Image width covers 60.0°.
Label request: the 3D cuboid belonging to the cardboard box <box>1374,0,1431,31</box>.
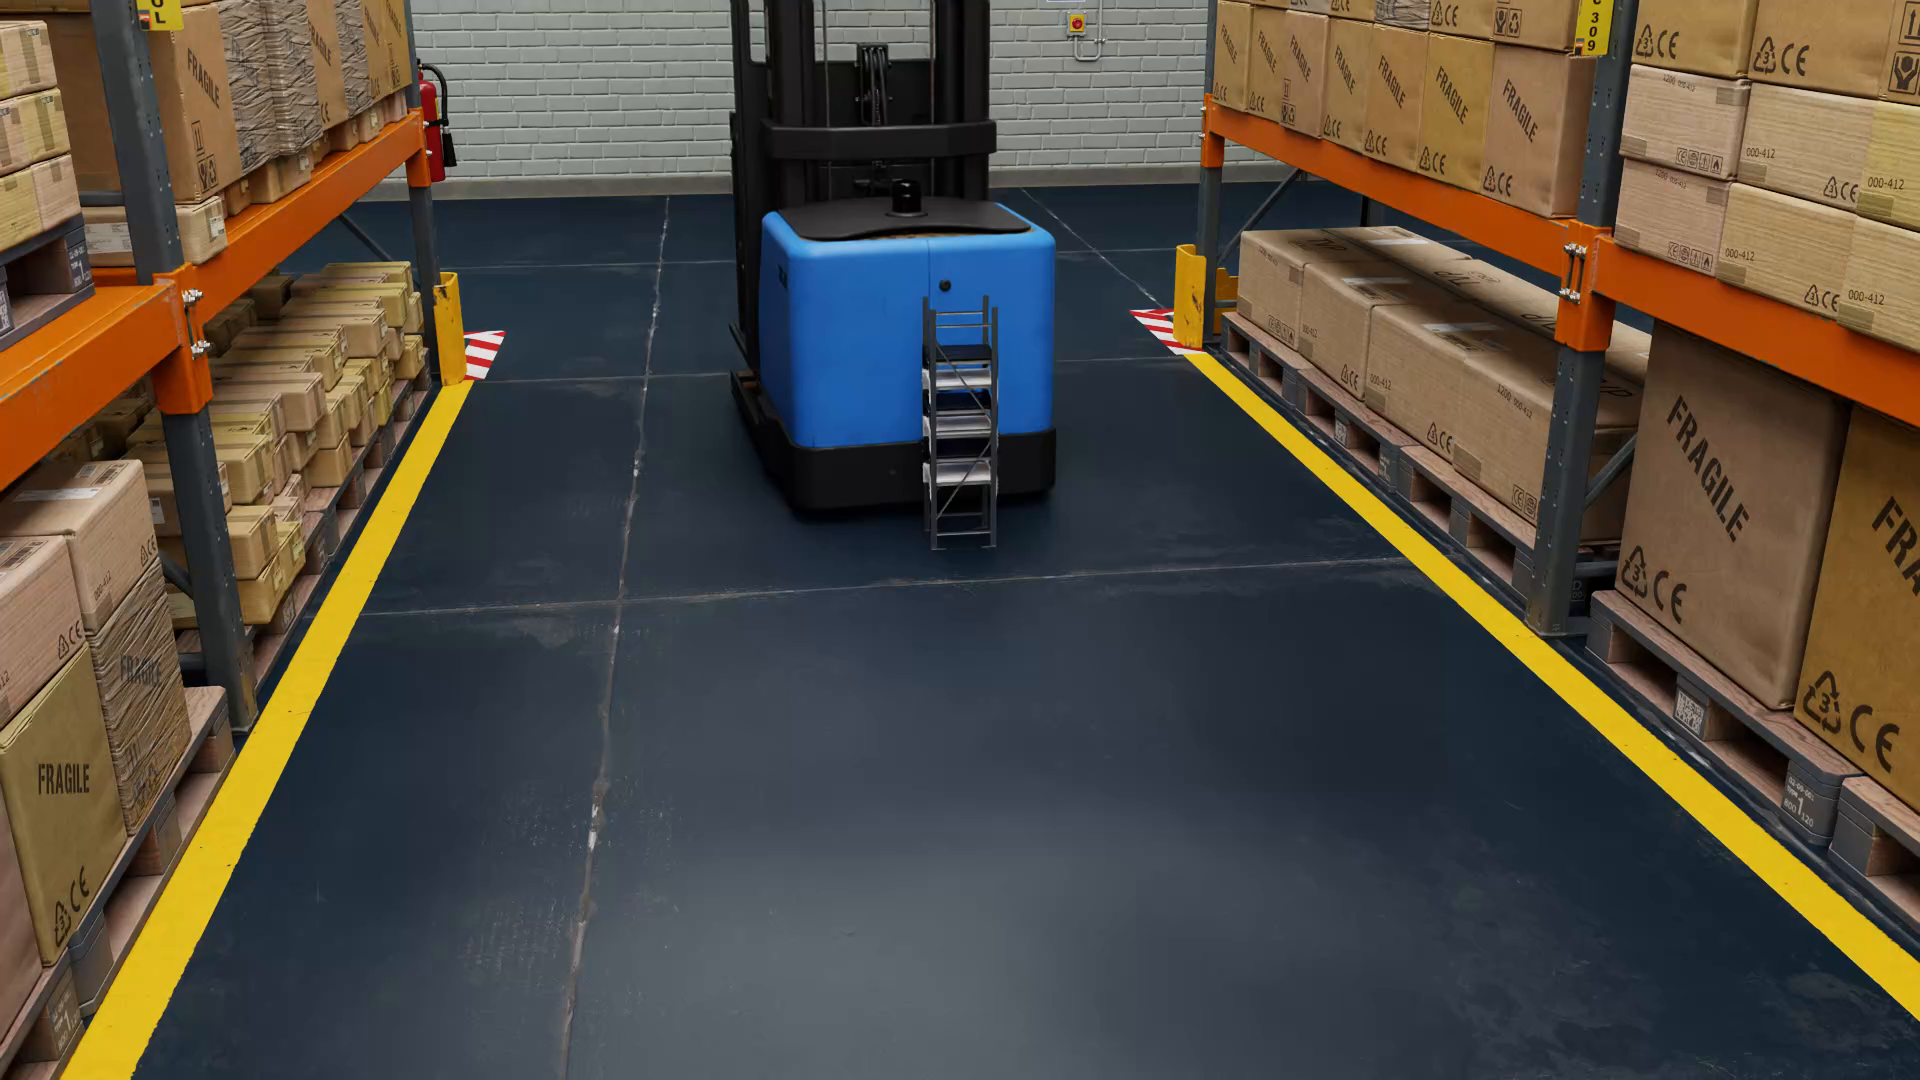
[{"bbox_3d":[1.868,-2.147,6.106,0.500,0.500,0.500,-3,21,-7],"label":"cardboard box"}]

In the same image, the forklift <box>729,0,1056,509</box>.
[{"bbox_3d":[-0.473,-1.973,7.311,1.130,2.935,3.031,-5,21,-13],"label":"forklift"}]

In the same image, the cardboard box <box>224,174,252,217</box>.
[{"bbox_3d":[-2.479,-1.113,5.267,0.380,0.149,0.250,-4,21,-10],"label":"cardboard box"}]

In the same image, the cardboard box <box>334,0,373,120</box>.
[{"bbox_3d":[-2.632,-1.921,6.504,0.500,0.500,0.500,-3,21,-8],"label":"cardboard box"}]

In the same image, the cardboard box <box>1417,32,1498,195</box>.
[{"bbox_3d":[1.957,-1.503,5.811,0.500,0.500,0.500,-3,21,-9],"label":"cardboard box"}]

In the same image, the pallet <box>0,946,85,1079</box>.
[{"bbox_3d":[-2.234,1.153,2.828,1.003,0.211,1.213,-3,21,-8],"label":"pallet"}]

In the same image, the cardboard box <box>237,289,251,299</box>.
[{"bbox_3d":[-3.296,-0.989,7.202,0.380,0.149,0.250,-3,21,-8],"label":"cardboard box"}]

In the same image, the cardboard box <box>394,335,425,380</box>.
[{"bbox_3d":[-2.684,-0.837,7.643,0.380,0.149,0.250,-2,21,-6],"label":"cardboard box"}]

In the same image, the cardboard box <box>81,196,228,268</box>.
[{"bbox_3d":[-2.244,-0.843,4.545,0.380,0.149,0.250,-2,21,-6],"label":"cardboard box"}]

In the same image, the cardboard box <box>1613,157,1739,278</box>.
[{"bbox_3d":[2.159,-0.895,4.539,0.500,0.250,0.500,-3,21,-9],"label":"cardboard box"}]

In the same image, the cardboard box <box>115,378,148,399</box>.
[{"bbox_3d":[-3.046,-0.451,5.761,0.380,0.149,0.250,-4,21,-10],"label":"cardboard box"}]

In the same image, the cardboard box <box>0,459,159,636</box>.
[{"bbox_3d":[-2.169,0.022,3.771,0.500,0.250,0.500,-3,21,-9],"label":"cardboard box"}]

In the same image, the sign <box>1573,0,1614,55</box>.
[{"bbox_3d":[1.808,-1.545,4.715,0.100,0.325,0.005,-3,21,-8],"label":"sign"}]

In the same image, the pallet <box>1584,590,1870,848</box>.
[{"bbox_3d":[2.543,0.439,4.740,1.003,0.211,1.213,-3,21,-8],"label":"pallet"}]

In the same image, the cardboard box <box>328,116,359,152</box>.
[{"bbox_3d":[-2.658,-1.661,6.735,0.380,0.149,0.250,-4,21,-10],"label":"cardboard box"}]

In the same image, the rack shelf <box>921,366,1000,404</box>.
[{"bbox_3d":[-0.001,-0.562,6.015,0.258,0.077,0.200,-3,21,-8],"label":"rack shelf"}]

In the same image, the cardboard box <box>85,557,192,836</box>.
[{"bbox_3d":[-2.171,0.372,3.906,0.500,0.500,0.500,-3,21,-9],"label":"cardboard box"}]

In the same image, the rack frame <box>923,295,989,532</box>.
[{"bbox_3d":[-0.016,-0.460,6.160,0.240,0.900,0.006,-3,21,-8],"label":"rack frame"}]

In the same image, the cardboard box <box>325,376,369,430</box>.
[{"bbox_3d":[-2.495,-0.521,6.374,0.380,0.149,0.250,-3,21,-7],"label":"cardboard box"}]

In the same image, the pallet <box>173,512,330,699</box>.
[{"bbox_3d":[-2.659,0.229,5.300,1.003,0.211,1.213,-3,21,-8],"label":"pallet"}]

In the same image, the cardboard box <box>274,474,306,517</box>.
[{"bbox_3d":[-2.473,-0.111,5.699,0.380,0.149,0.250,-3,21,-9],"label":"cardboard box"}]

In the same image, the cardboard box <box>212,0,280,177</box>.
[{"bbox_3d":[-2.427,-1.388,5.076,0.500,0.500,0.500,-3,21,-8],"label":"cardboard box"}]

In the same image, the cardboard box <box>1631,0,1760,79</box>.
[{"bbox_3d":[2.136,-1.479,4.318,0.500,0.500,0.500,-3,21,-7],"label":"cardboard box"}]

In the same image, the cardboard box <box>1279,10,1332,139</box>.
[{"bbox_3d":[1.721,-2.031,7.224,0.500,0.500,0.500,-3,21,-8],"label":"cardboard box"}]

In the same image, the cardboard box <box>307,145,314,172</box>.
[{"bbox_3d":[-2.566,-1.387,6.002,0.380,0.149,0.250,-2,21,-6],"label":"cardboard box"}]

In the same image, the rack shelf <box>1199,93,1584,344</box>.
[{"bbox_3d":[2.069,-1.486,6.937,1.077,0.370,4.000,-3,21,-8],"label":"rack shelf"}]

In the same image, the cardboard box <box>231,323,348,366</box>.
[{"bbox_3d":[-2.637,-0.747,6.554,0.380,0.149,0.250,-4,21,-10],"label":"cardboard box"}]

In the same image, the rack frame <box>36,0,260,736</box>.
[{"bbox_3d":[-2.527,-0.846,4.195,1.000,3.000,0.127,-3,21,-8],"label":"rack frame"}]

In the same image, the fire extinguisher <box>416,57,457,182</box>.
[{"bbox_3d":[-2.683,-2.131,8.277,0.296,0.674,0.183,-3,21,-8],"label":"fire extinguisher"}]

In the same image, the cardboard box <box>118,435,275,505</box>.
[{"bbox_3d":[-2.353,-0.214,5.126,0.380,0.149,0.250,-2,21,-5],"label":"cardboard box"}]

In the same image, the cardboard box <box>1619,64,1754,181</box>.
[{"bbox_3d":[2.141,-1.128,4.450,0.500,0.250,0.500,-4,21,-9],"label":"cardboard box"}]

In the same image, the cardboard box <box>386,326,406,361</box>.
[{"bbox_3d":[-2.668,-0.883,7.344,0.380,0.149,0.250,-4,21,-10],"label":"cardboard box"}]

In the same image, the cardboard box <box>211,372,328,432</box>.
[{"bbox_3d":[-2.454,-0.481,5.840,0.380,0.149,0.250,-2,21,-7],"label":"cardboard box"}]

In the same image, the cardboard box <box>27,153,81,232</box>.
[{"bbox_3d":[-2.274,-0.798,3.824,0.380,0.149,0.250,-3,21,-9],"label":"cardboard box"}]

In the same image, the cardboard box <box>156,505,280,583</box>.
[{"bbox_3d":[-2.263,0.012,4.947,0.380,0.149,0.250,-2,21,-5],"label":"cardboard box"}]

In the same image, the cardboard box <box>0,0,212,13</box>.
[{"bbox_3d":[-2.351,-1.669,4.401,0.500,0.500,0.500,-2,21,-6],"label":"cardboard box"}]

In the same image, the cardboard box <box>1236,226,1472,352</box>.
[{"bbox_3d":[1.974,-1.289,8.441,0.875,0.438,0.875,-4,21,-10],"label":"cardboard box"}]

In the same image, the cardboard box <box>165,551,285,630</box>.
[{"bbox_3d":[-2.262,0.150,5.001,0.380,0.149,0.250,-4,21,-10],"label":"cardboard box"}]

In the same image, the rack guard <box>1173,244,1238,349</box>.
[{"bbox_3d":[1.777,-1.353,9.124,1.175,0.500,0.348,-3,21,-8],"label":"rack guard"}]

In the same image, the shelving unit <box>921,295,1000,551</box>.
[{"bbox_3d":[-0.001,-0.424,6.066,0.258,0.900,0.210,-3,21,-8],"label":"shelving unit"}]

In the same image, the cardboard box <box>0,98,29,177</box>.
[{"bbox_3d":[-2.235,-0.846,3.527,0.380,0.149,0.250,-3,21,-7],"label":"cardboard box"}]

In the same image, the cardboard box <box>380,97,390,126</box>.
[{"bbox_3d":[-2.778,-1.927,7.447,0.380,0.149,0.250,-3,21,-8],"label":"cardboard box"}]

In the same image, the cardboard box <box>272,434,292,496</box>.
[{"bbox_3d":[-2.495,-0.248,5.641,0.380,0.149,0.250,-4,21,-11],"label":"cardboard box"}]

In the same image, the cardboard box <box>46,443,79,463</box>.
[{"bbox_3d":[-2.912,-0.183,5.042,0.380,0.149,0.250,-3,21,-7],"label":"cardboard box"}]

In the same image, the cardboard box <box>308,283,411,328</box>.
[{"bbox_3d":[-2.634,-1.027,7.304,0.380,0.149,0.250,-3,21,-9],"label":"cardboard box"}]

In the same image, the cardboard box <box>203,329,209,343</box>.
[{"bbox_3d":[-3.155,-0.718,6.475,0.380,0.149,0.250,-3,21,-7],"label":"cardboard box"}]

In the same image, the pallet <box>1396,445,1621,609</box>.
[{"bbox_3d":[2.325,-0.092,6.160,1.003,0.211,1.213,-3,21,-8],"label":"pallet"}]

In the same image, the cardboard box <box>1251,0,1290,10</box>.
[{"bbox_3d":[1.649,-2.672,7.511,0.500,0.500,0.500,-3,21,-9],"label":"cardboard box"}]

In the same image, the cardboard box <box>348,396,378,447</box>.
[{"bbox_3d":[-2.564,-0.475,6.676,0.380,0.149,0.250,-3,21,-7],"label":"cardboard box"}]

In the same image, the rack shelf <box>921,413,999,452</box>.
[{"bbox_3d":[-0.001,-0.393,6.078,0.258,0.077,0.200,-3,21,-8],"label":"rack shelf"}]

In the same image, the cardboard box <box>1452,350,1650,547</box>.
[{"bbox_3d":[2.372,-0.350,5.928,0.875,0.438,0.875,-3,21,-9],"label":"cardboard box"}]
